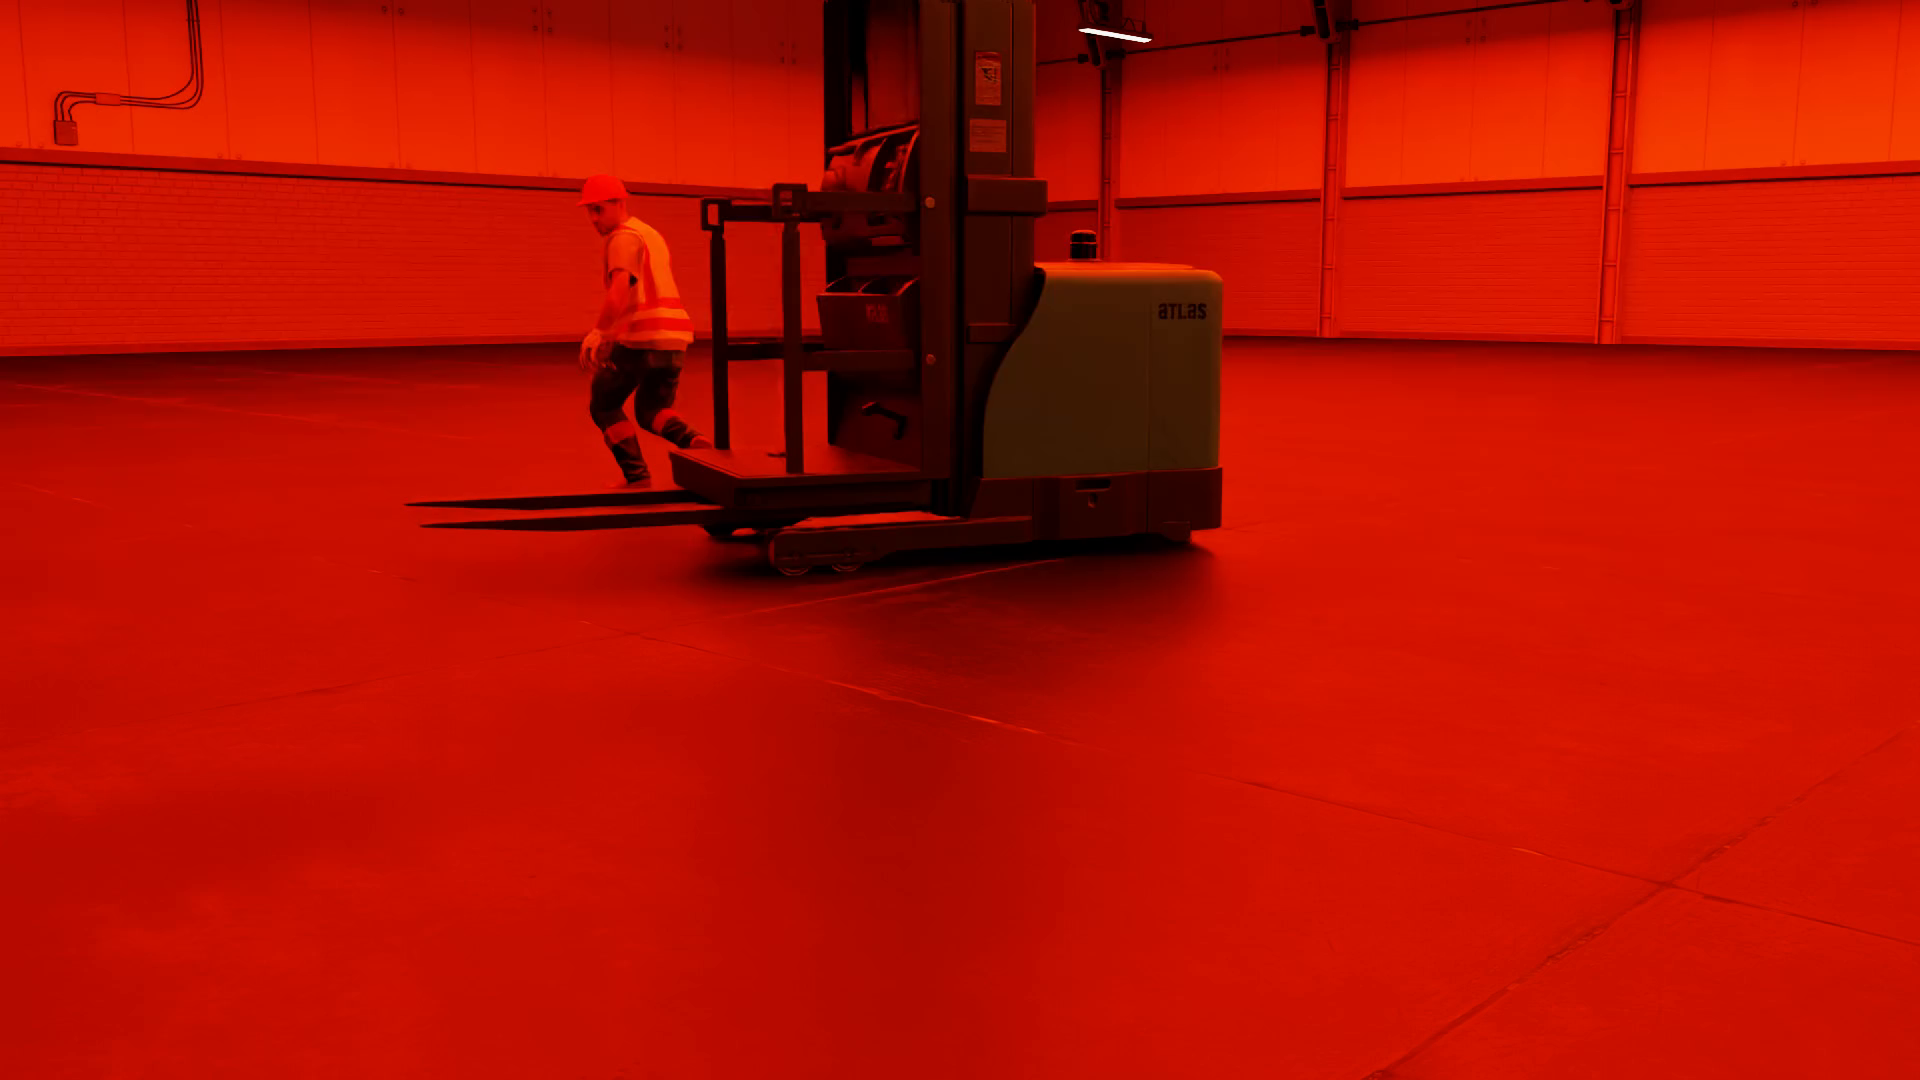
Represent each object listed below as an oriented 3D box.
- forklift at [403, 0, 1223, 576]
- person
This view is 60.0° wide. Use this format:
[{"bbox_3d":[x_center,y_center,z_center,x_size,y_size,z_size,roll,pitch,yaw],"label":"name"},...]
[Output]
[{"bbox_3d":[-0.532,-1.410,6.237,3.031,2.935,1.130,-4,9,-23],"label":"forklift"},{"bbox_3d":[-1.530,-1.003,8.188,0.657,1.567,0.852,5,10,29],"label":"person"}]
